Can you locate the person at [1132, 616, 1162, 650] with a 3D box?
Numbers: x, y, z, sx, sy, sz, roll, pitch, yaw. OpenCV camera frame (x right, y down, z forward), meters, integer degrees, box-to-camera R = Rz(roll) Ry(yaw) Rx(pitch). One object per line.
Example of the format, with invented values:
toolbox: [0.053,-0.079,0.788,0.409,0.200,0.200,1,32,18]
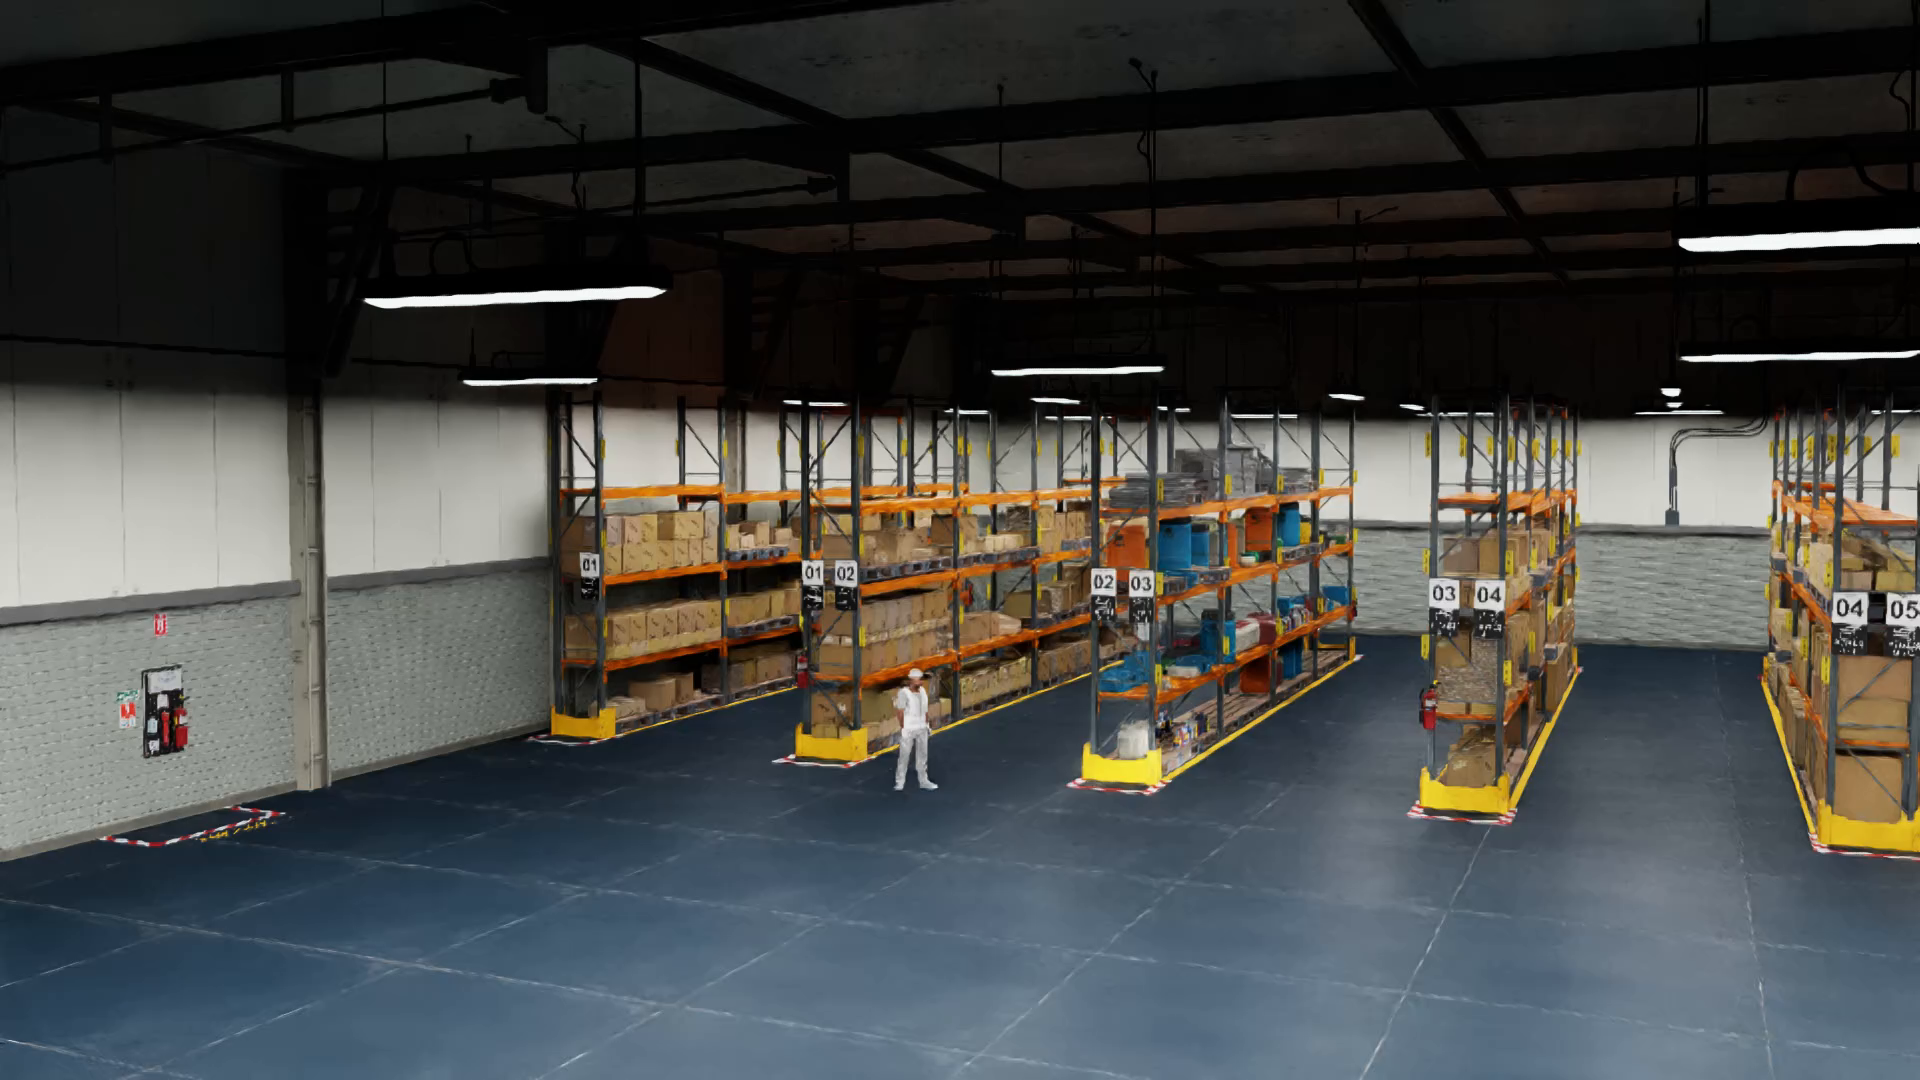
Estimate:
person: [4.091,2.139,36.371,0.677,1.726,0.574,1,3,22]

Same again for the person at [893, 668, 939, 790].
person: [-0.675,2.758,24.321,0.646,1.789,0.479,-3,4,-41]
